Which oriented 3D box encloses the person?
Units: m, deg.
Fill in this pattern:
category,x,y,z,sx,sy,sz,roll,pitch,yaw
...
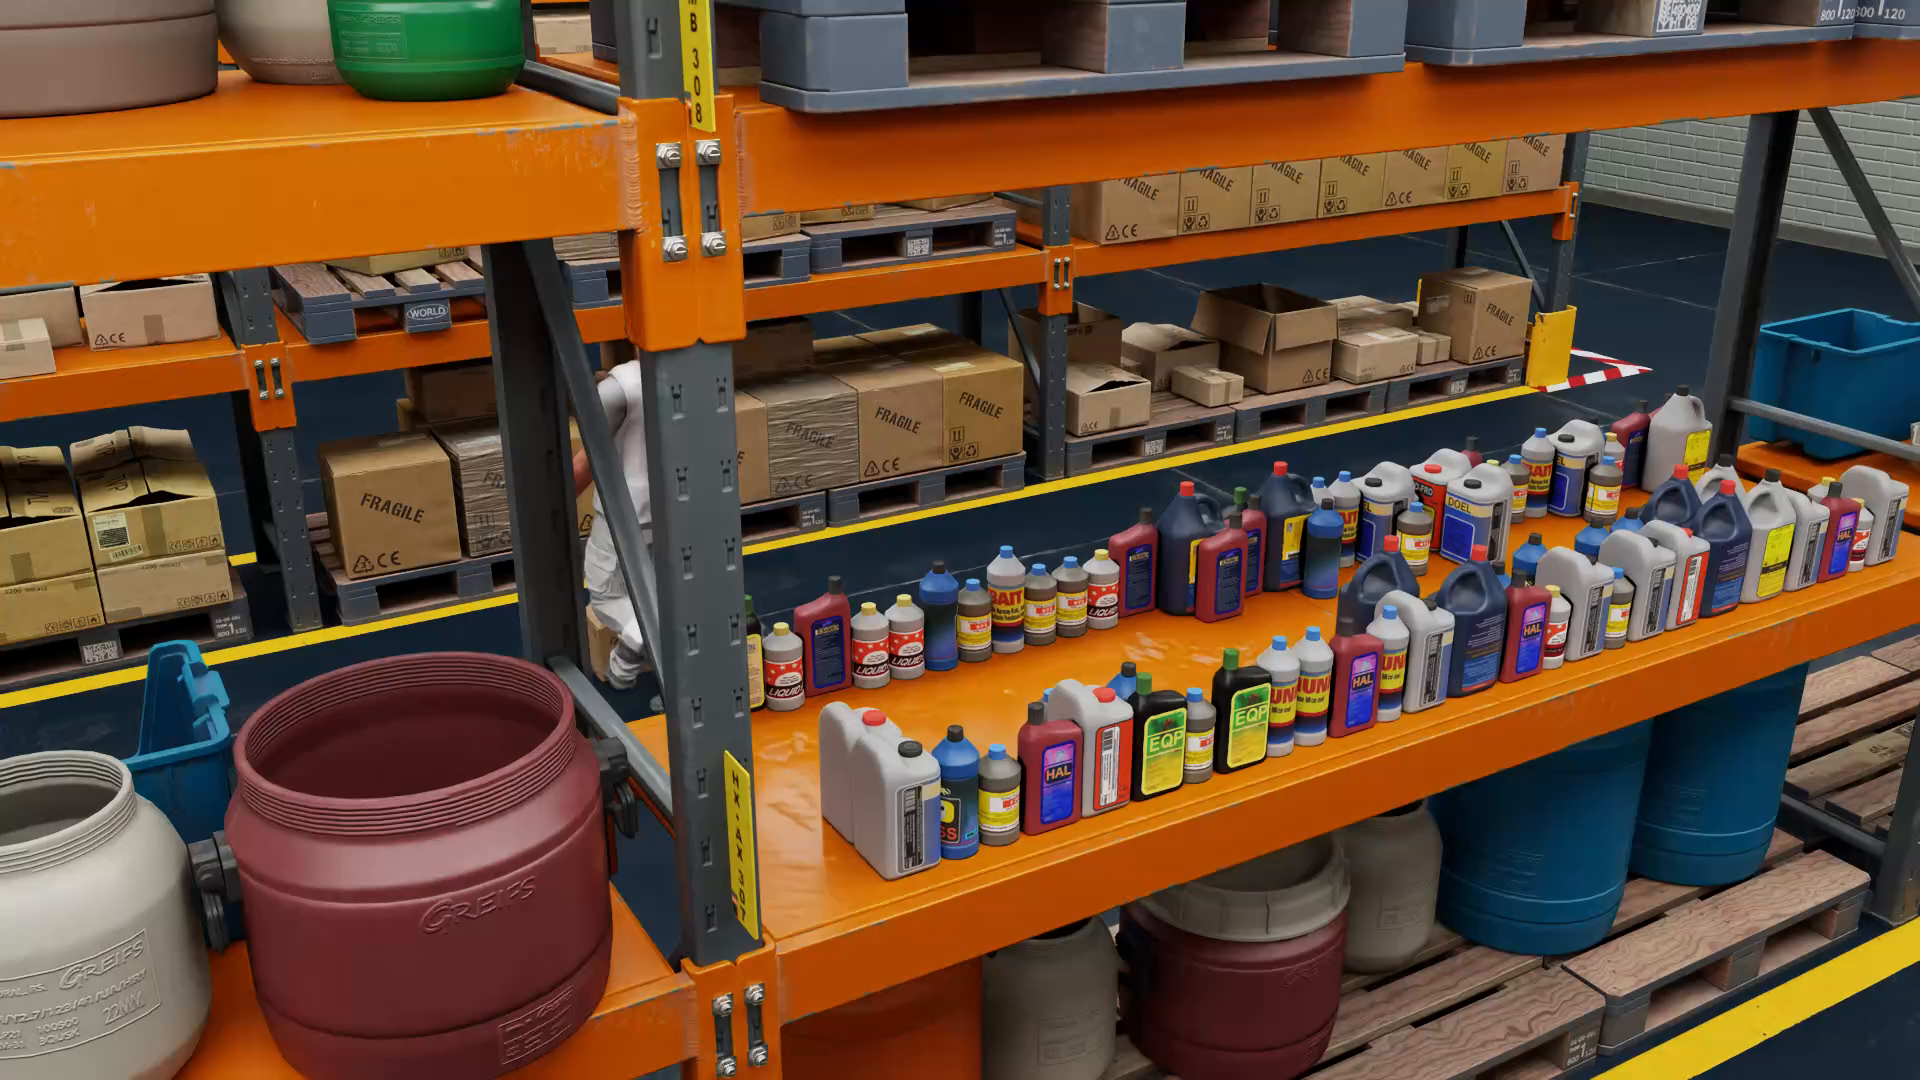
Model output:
category,x,y,z,sx,sy,sz,roll,pitch,yaw
person,-1.277,-0.145,6.462,0.631,1.752,0.879,-19,28,-39
